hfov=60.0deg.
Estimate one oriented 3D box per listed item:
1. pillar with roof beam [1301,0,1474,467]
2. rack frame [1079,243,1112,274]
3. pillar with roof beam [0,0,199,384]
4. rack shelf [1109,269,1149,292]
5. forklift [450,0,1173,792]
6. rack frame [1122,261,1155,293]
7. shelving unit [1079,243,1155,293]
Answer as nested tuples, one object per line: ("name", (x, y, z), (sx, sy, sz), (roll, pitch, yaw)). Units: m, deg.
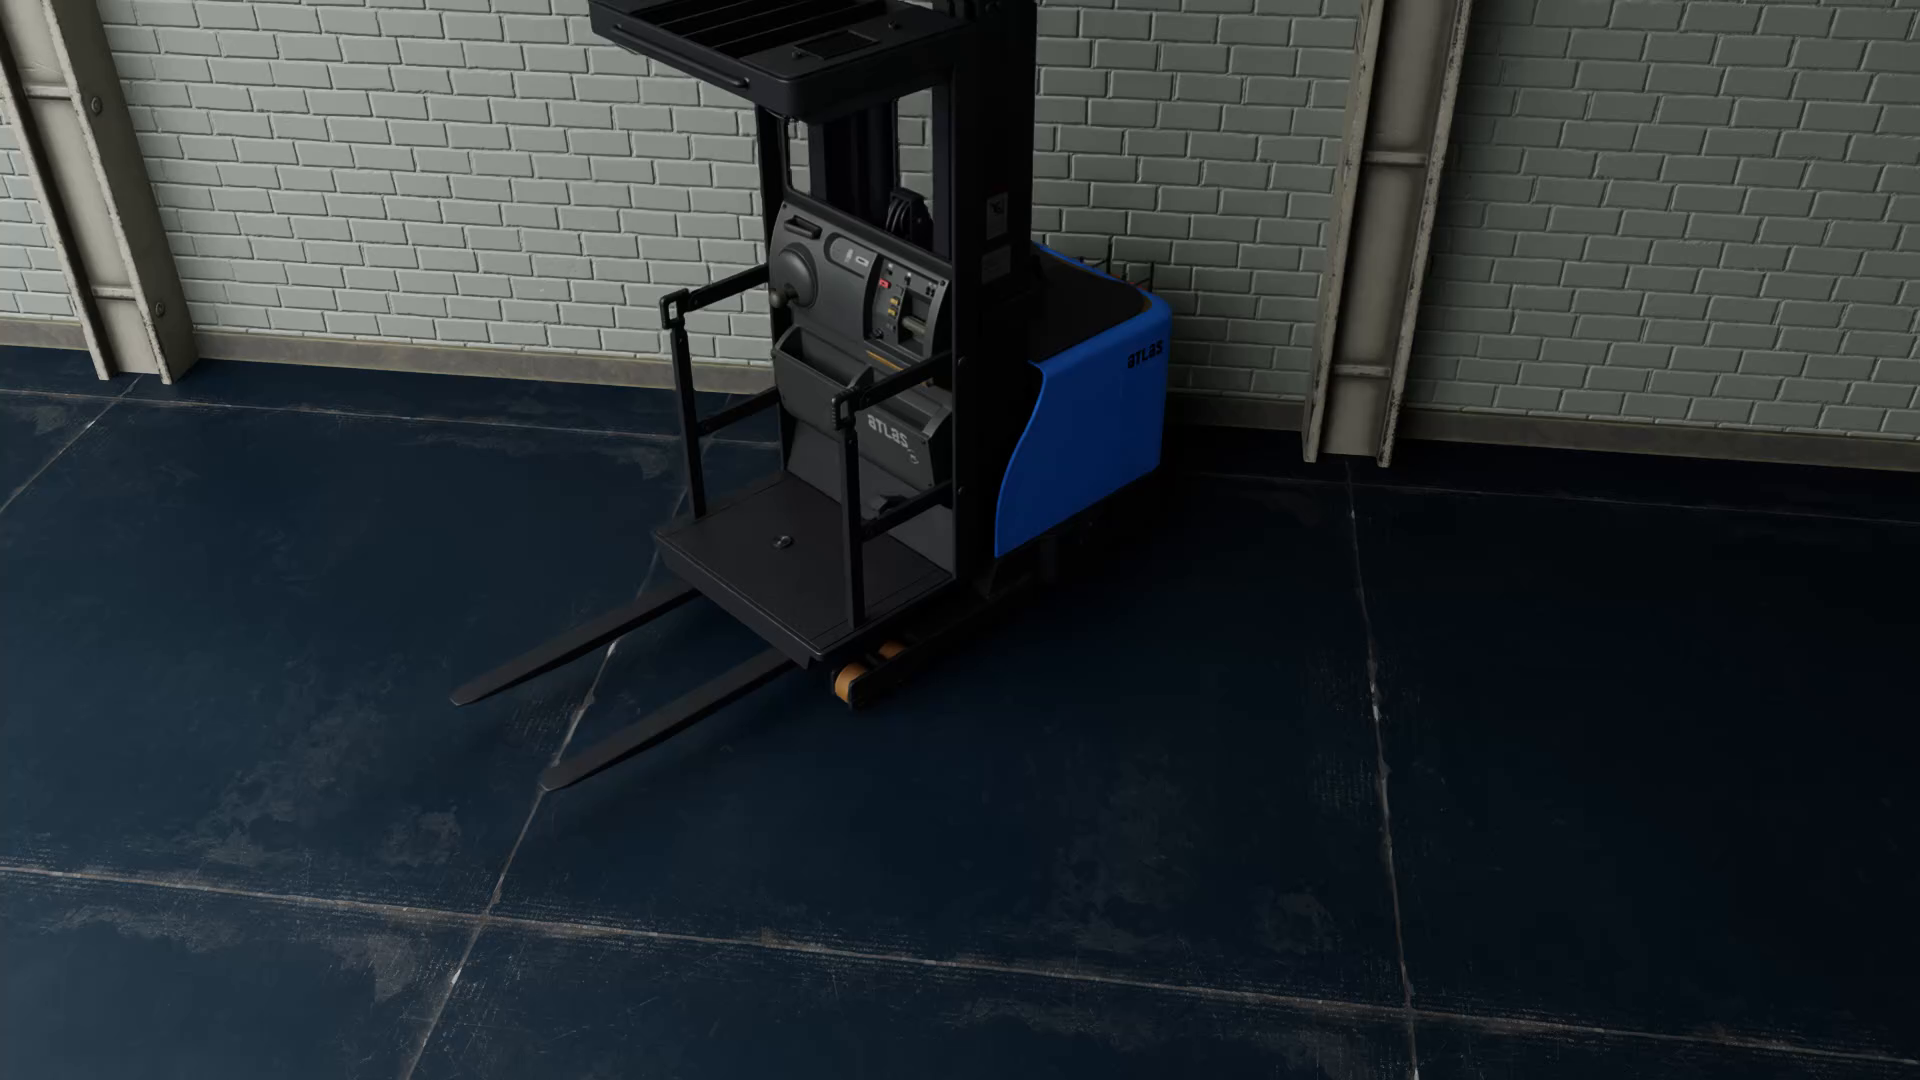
("pillar with roof beam", (1.274, -1.623, 1.777), (0.400, 9.000, 9.100), (4, 36, 6))
("rack frame", (0.588, -0.826, 7.503), (0.200, 1.050, 0.008), (-30, 45, -35))
("pillar with roof beam", (-4.677, -2.067, 2.399), (0.400, 9.000, 9.100), (4, 36, 6))
("rack shelf", (0.673, -0.997, 7.274), (0.215, 0.259, 0.240), (-30, 45, -35))
("forklift", (-0.534, -0.900, 5.987), (3.031, 2.935, 1.130), (-29, 45, -34))
("rack frame", (0.758, -0.724, 7.361), (0.200, 1.050, 0.008), (-30, 45, -35))
("shelving unit", (0.673, -0.775, 7.432), (0.215, 1.050, 0.252), (-30, 45, -35))
